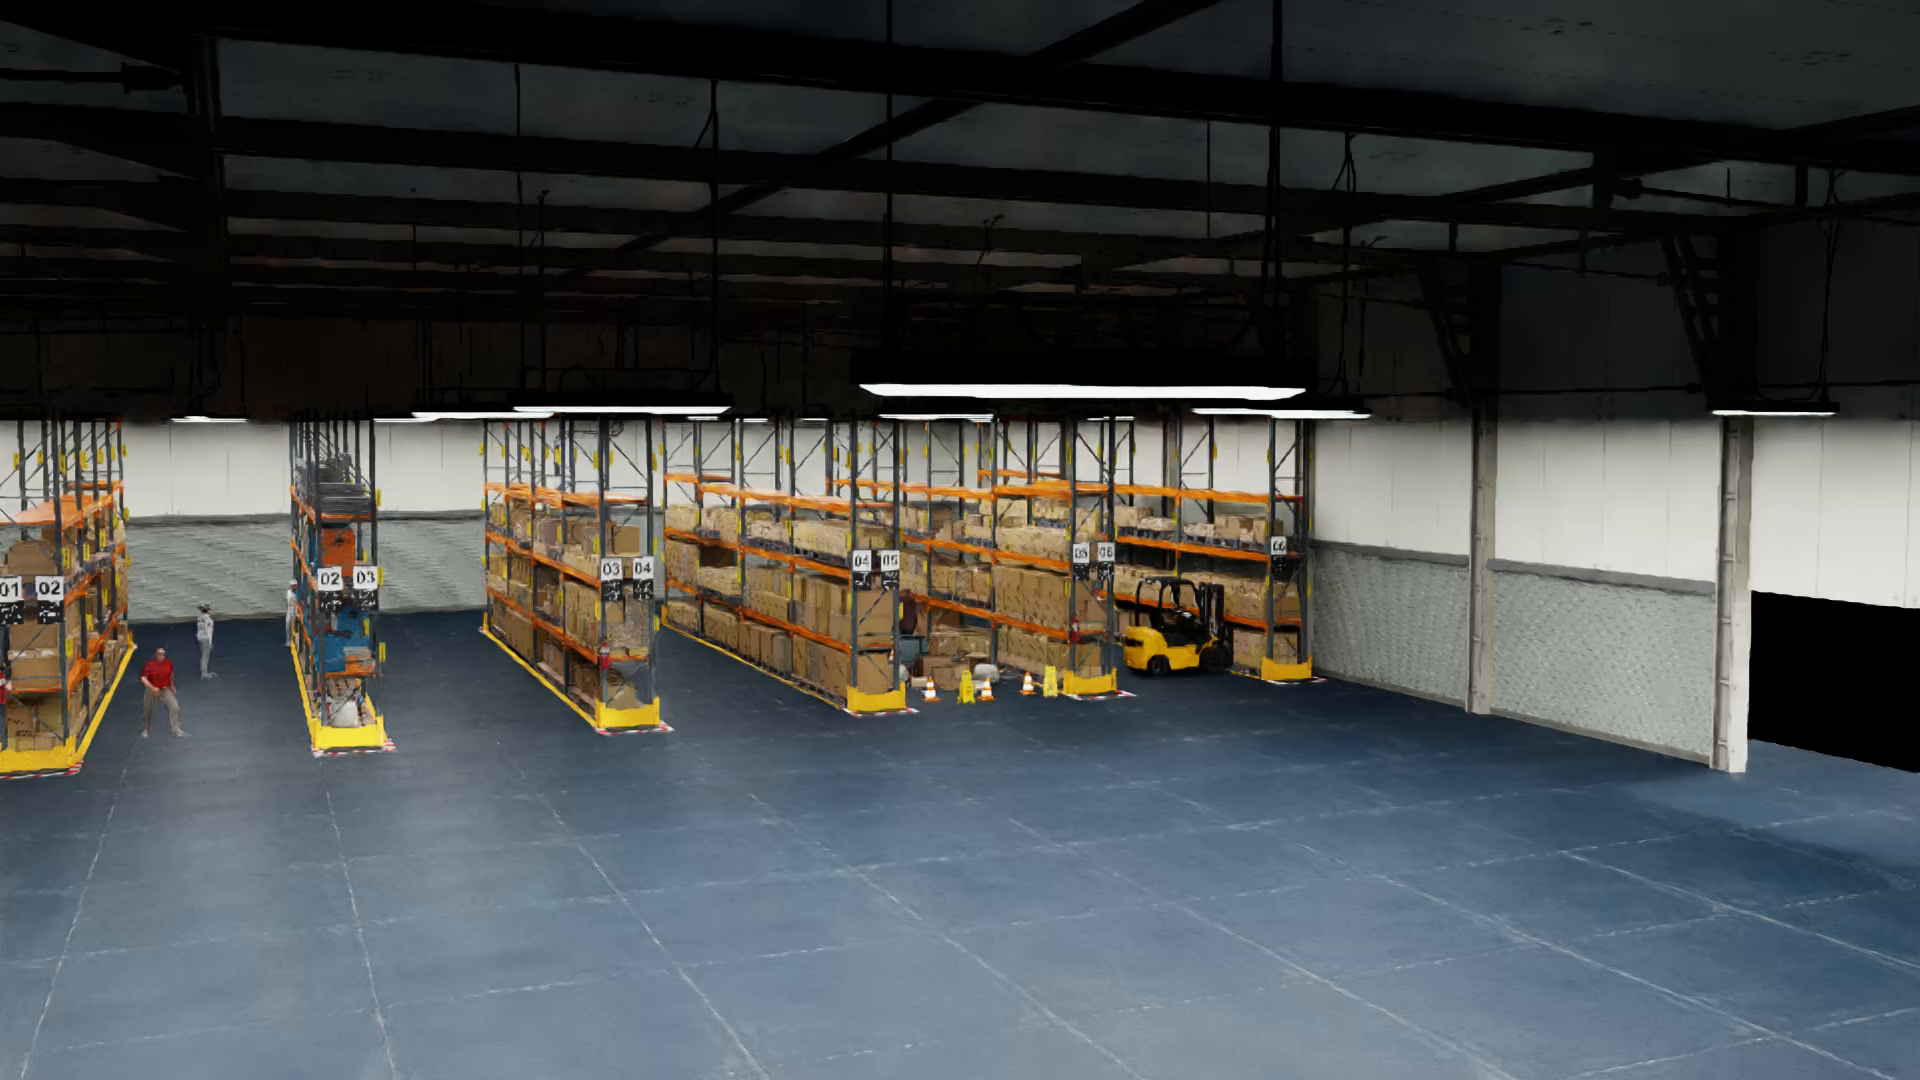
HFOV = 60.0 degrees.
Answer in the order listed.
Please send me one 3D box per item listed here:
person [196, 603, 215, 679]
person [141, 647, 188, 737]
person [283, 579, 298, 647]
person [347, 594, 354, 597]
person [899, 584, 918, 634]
[{"bbox_3d":[-16.894,2.259,37.312,0.552,1.681,0.433,3,5,41],"label":"person"},{"bbox_3d":[-14.579,2.761,30.298,0.700,1.665,0.814,-4,6,-43],"label":"person"},{"bbox_3d":[-17.080,1.860,42.847,0.607,1.741,0.994,0,4,-2],"label":"person"},{"bbox_3d":[-16.895,1.613,46.305,0.593,1.762,0.612,3,5,35],"label":"person"},{"bbox_3d":[-1.265,1.964,40.716,0.625,1.783,0.505,3,5,36],"label":"person"}]
